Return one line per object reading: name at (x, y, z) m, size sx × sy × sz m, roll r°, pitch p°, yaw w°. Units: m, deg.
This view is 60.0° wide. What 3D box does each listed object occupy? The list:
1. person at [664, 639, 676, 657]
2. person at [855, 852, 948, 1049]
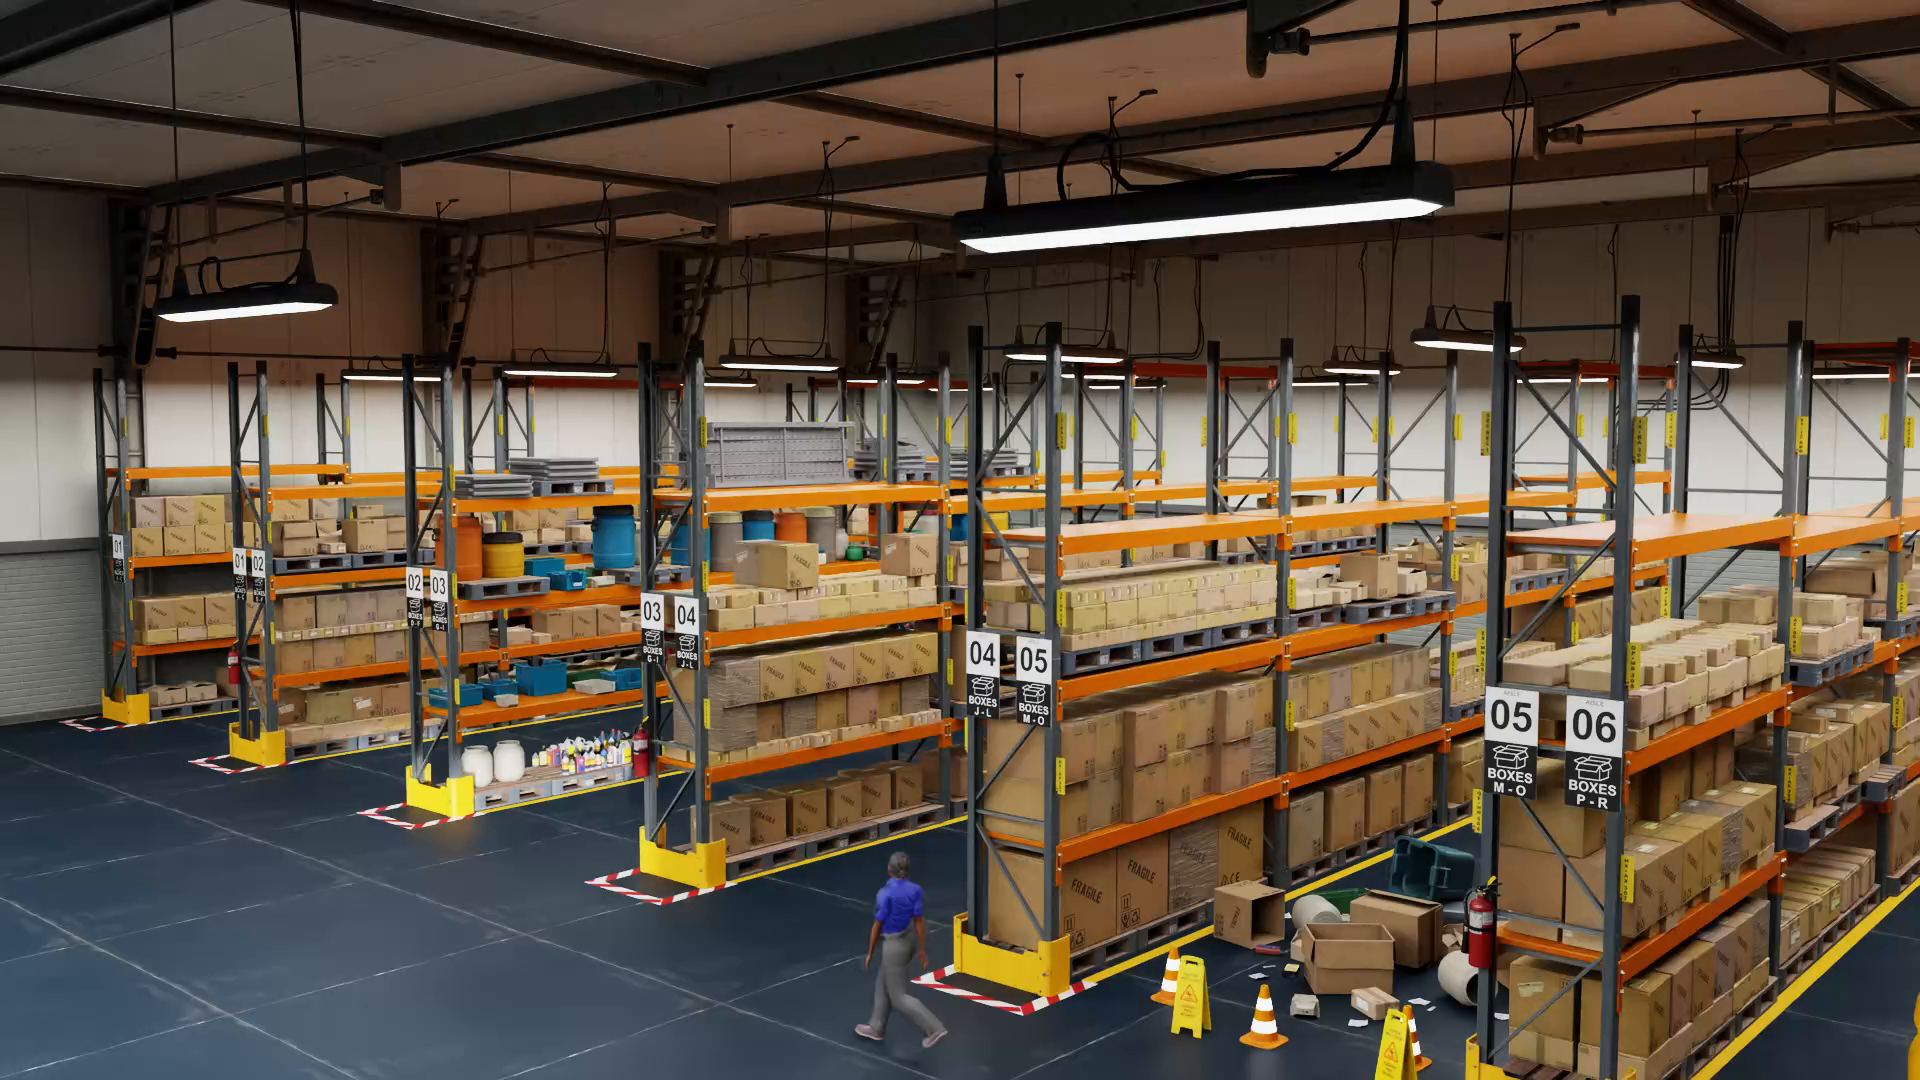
person at (-6.008, 1.844, 34.286) m, size 0.446 × 1.615 × 0.463 m, roll -1°, pitch 4°, yaw -8°
person at (-0.496, 3.357, 13.590) m, size 0.926 × 1.608 × 0.419 m, roll 2°, pitch 4°, yaw 20°
